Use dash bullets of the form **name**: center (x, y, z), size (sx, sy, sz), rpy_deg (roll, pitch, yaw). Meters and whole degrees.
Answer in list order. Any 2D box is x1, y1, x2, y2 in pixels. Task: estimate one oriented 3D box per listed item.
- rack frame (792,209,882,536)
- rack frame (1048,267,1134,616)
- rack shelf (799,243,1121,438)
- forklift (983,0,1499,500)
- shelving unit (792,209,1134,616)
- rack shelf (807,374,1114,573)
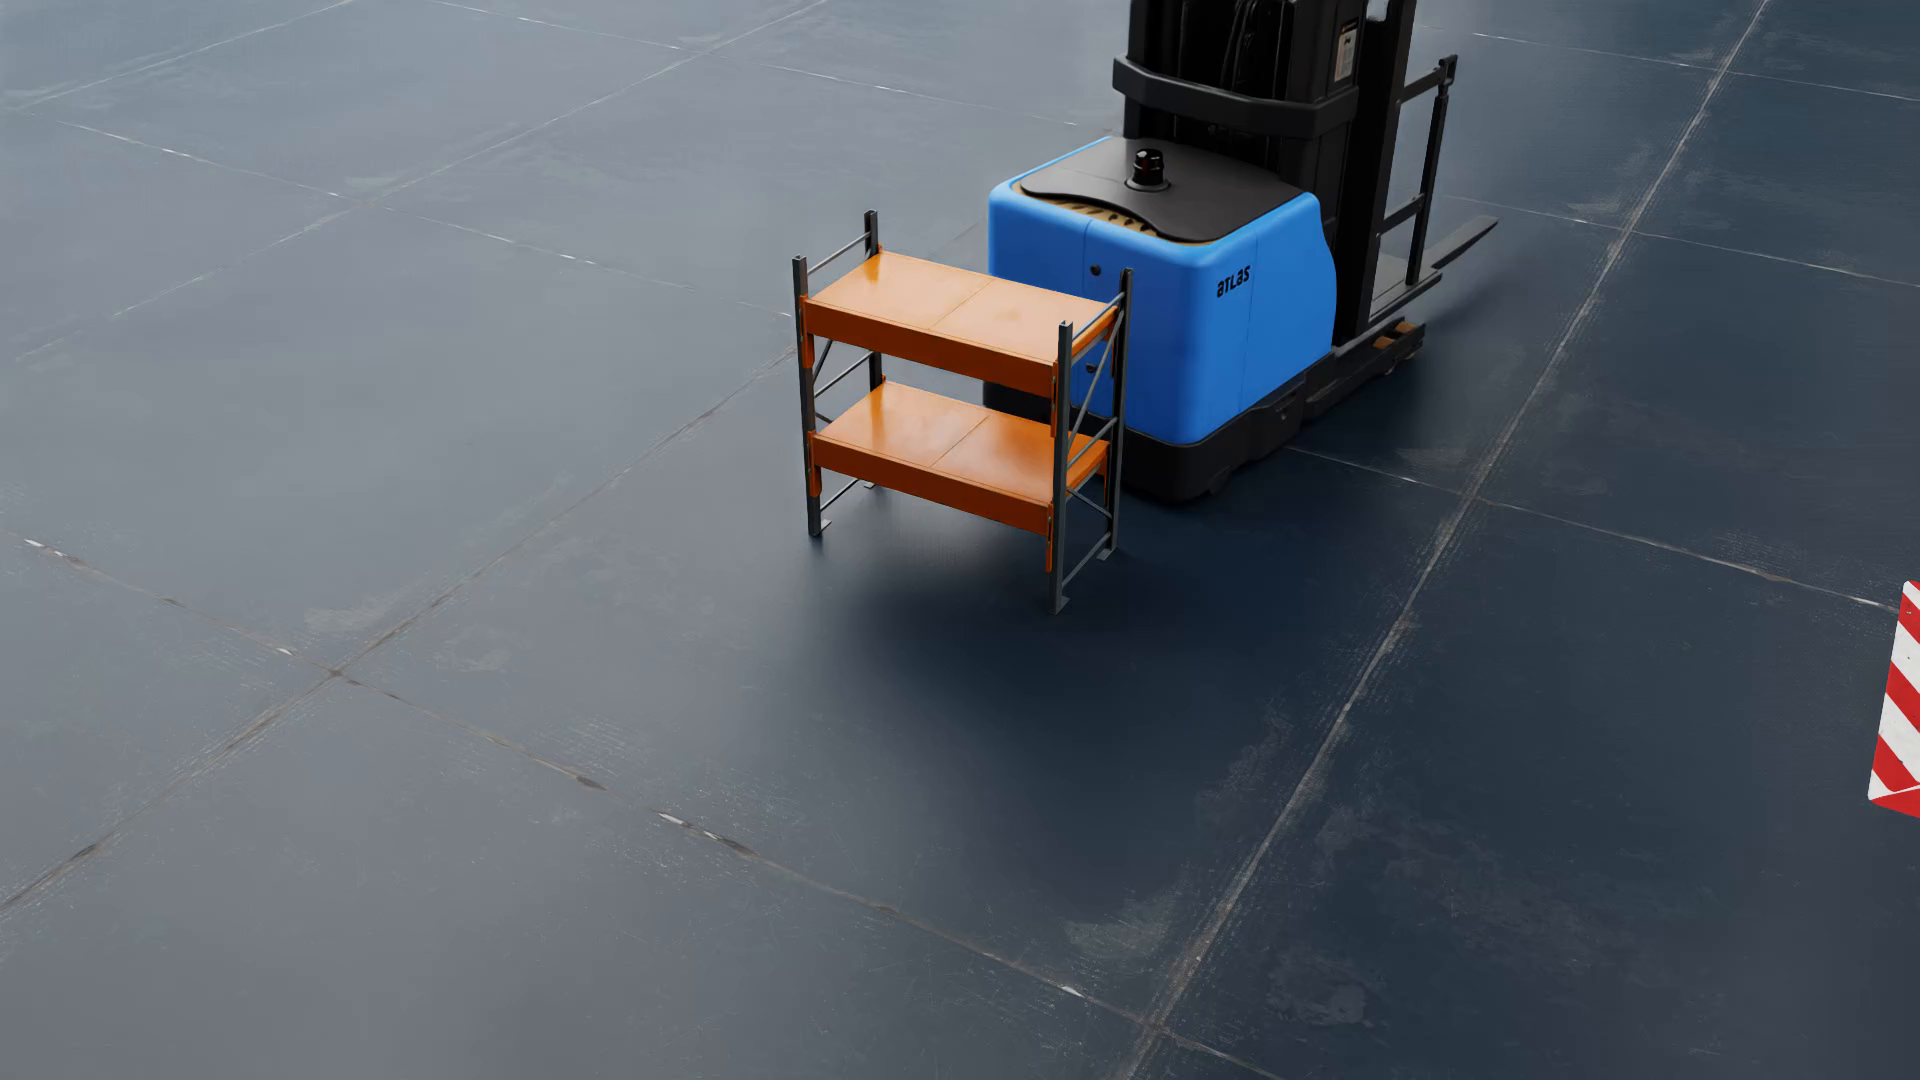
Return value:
- **rack frame**: center (-0.435, -0.606, 6.145), size (0.032, 1.125, 0.500), rpy_deg (18, 37, 24)
- **rack frame**: center (0.447, -0.327, 5.725), size (0.032, 1.125, 0.500), rpy_deg (18, 37, 24)
- **rack shelf**: center (0.006, -0.710, 5.773), size (1.000, 0.278, 0.538), rpy_deg (18, 37, 24)
- **forklift**: center (1.433, -2.112, 6.778), size (1.130, 2.935, 3.031), rpy_deg (25, 41, 33)
- **shelving unit**: center (0.006, -0.466, 5.935), size (1.048, 1.125, 0.538), rpy_deg (18, 37, 24)
- **rack shelf**: center (0.006, -0.263, 6.071), size (1.000, 0.278, 0.538), rpy_deg (18, 37, 24)
